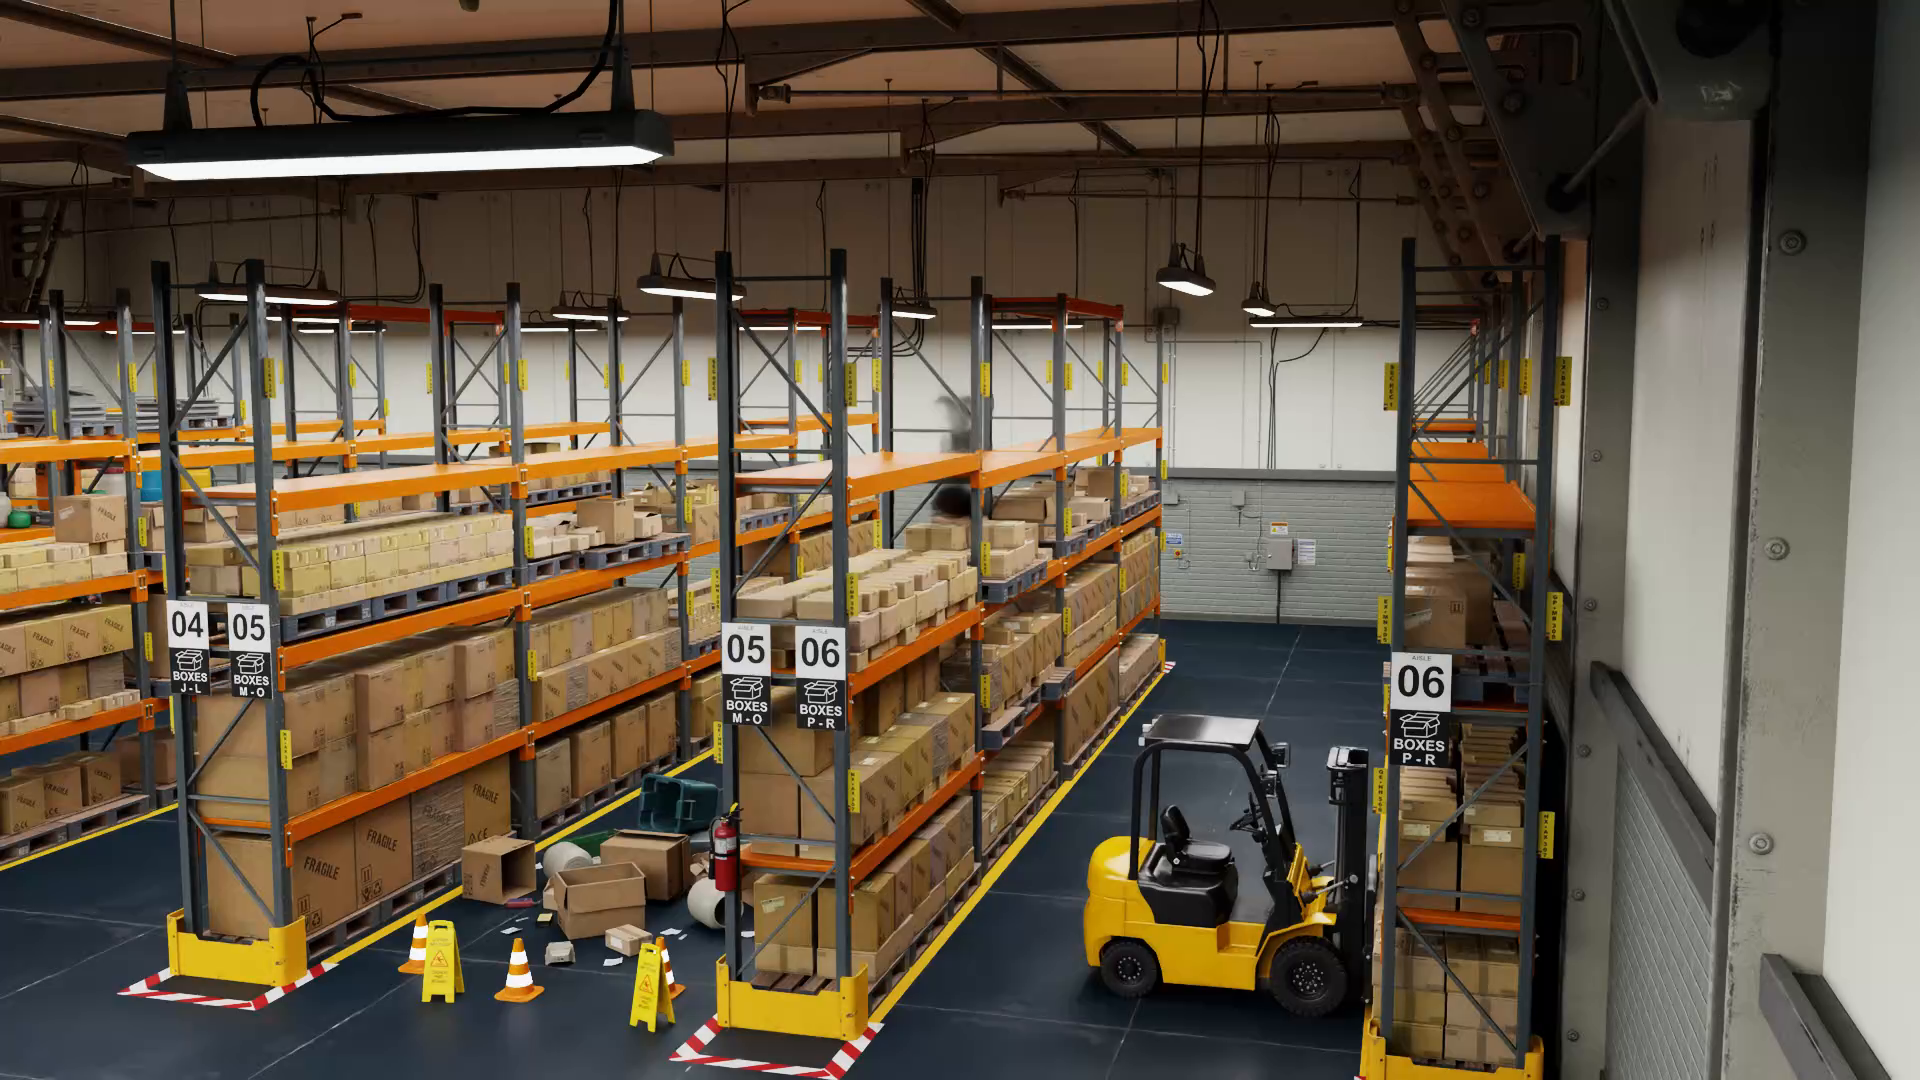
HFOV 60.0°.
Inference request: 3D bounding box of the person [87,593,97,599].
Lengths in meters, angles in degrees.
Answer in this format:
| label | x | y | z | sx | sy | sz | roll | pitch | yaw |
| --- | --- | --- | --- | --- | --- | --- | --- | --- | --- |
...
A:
| label | x | y | z | sx | sy | sz | roll | pitch | yaw |
| --- | --- | --- | --- | --- | --- | --- | --- | --- | --- |
| person | -14.631 | 1.338 | 28.584 | 0.580 | 1.763 | 0.884 | 1 | 6 | 12 |
